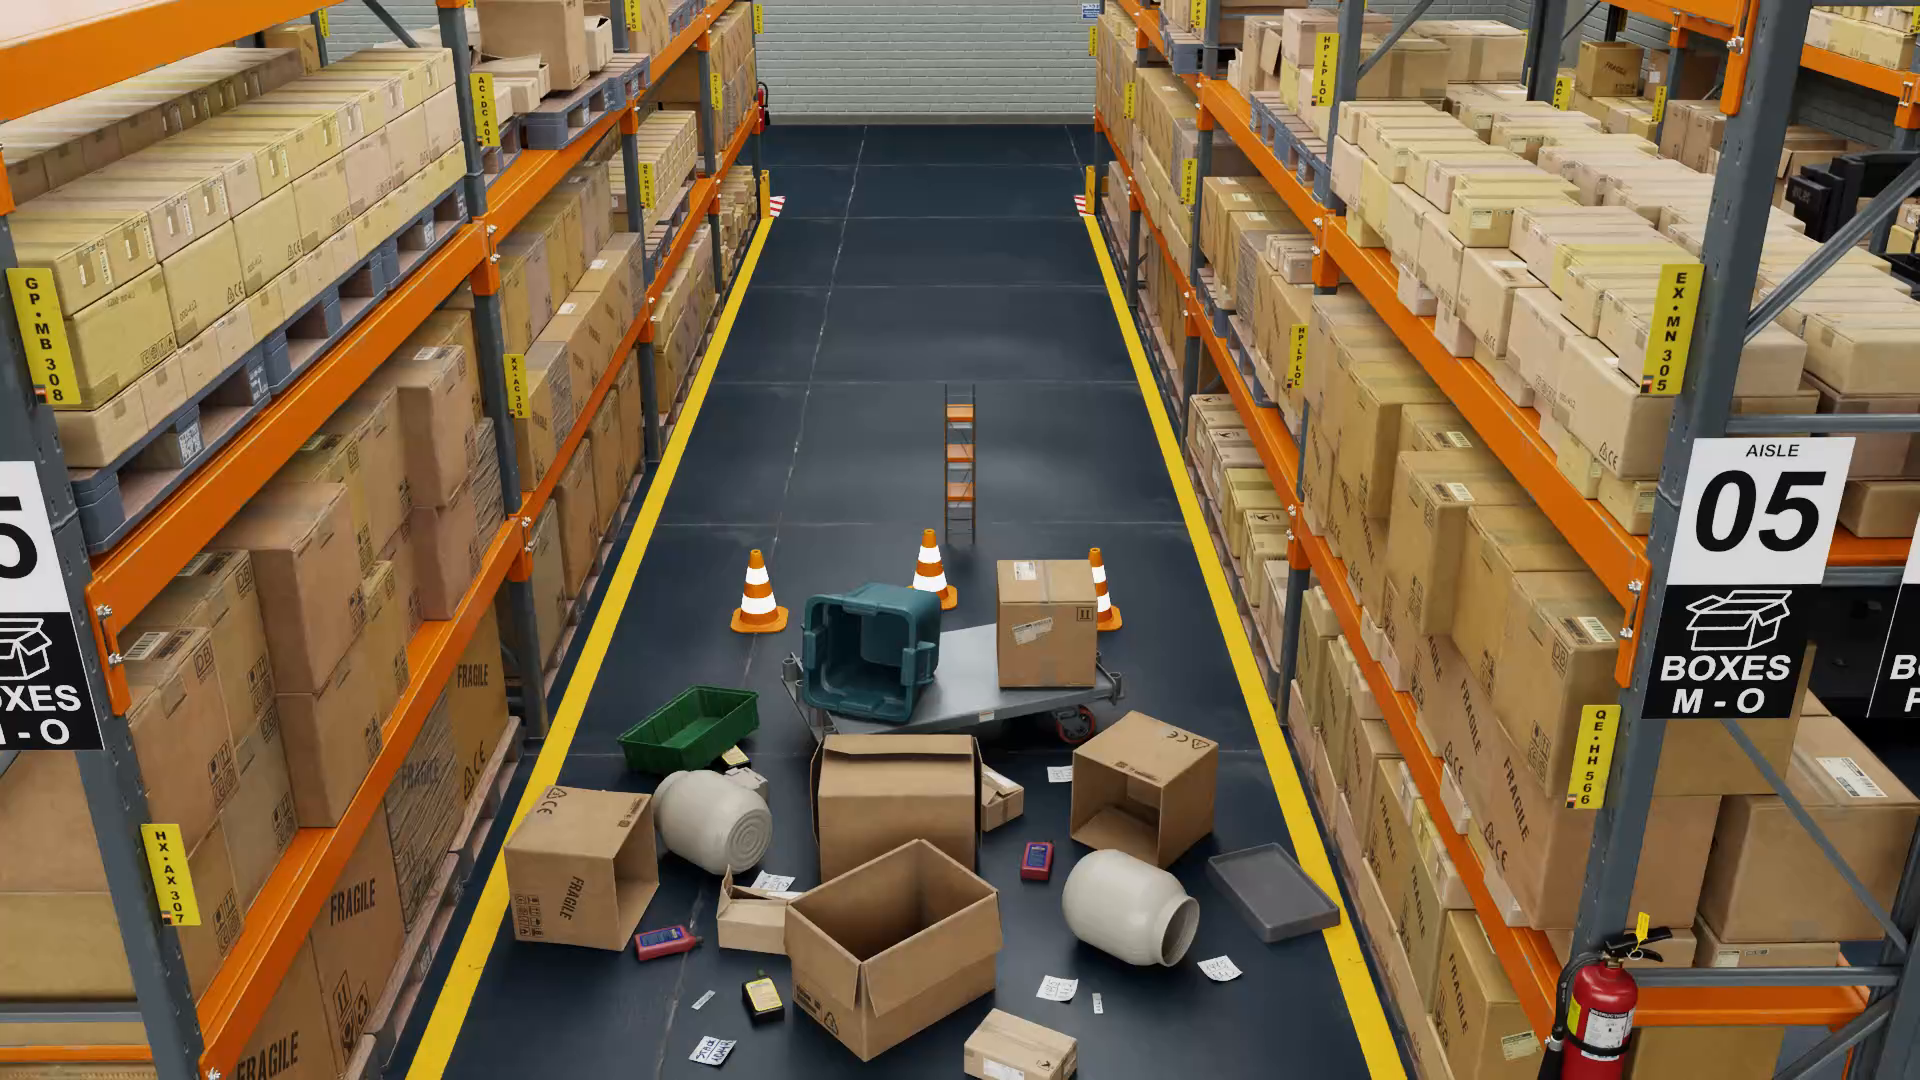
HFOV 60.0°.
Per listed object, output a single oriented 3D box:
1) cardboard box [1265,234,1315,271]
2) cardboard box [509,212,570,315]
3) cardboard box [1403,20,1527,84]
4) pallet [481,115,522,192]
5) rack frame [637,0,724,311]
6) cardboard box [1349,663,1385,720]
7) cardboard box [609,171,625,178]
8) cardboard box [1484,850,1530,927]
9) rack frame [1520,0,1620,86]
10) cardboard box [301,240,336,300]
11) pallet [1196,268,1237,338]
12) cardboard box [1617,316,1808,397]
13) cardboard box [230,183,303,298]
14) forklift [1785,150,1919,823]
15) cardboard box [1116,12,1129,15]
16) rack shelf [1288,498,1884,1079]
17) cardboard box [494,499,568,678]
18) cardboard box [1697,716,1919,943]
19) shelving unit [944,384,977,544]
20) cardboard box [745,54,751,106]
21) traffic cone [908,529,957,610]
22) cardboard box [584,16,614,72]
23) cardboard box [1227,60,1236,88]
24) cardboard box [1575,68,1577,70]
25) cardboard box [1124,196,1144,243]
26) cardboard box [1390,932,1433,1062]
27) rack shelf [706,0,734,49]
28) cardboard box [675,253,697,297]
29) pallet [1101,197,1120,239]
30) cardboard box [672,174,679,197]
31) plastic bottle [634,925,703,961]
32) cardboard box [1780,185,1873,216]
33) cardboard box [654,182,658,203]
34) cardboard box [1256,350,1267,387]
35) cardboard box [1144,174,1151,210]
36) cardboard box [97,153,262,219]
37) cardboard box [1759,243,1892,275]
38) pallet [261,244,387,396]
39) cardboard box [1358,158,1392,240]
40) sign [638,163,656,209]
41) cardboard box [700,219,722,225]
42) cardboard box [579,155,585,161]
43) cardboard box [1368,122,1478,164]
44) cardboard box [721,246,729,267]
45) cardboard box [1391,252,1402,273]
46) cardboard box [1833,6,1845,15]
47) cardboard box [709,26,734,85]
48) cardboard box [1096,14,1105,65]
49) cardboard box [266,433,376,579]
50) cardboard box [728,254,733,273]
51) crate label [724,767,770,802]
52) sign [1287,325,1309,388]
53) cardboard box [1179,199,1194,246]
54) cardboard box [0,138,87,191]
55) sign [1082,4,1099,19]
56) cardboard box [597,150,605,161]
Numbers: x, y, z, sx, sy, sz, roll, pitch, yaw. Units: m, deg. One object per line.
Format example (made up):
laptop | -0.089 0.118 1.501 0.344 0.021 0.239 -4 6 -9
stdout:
cardboard box | 1.952 -1.634 9.444 0.380 0.149 0.250 -1 24 -3
cardboard box | -2.747 -1.650 9.924 0.700 0.500 0.500 0 24 -1
cardboard box | 2.609 -2.545 8.664 0.500 0.250 0.500 -1 24 -2
pallet | -2.778 -1.973 8.565 0.805 0.209 1.217 -1 24 -3
rack frame | -2.806 -3.613 15.598 1.000 3.000 0.127 0 24 -1
cardboard box | 1.921 0.663 7.274 0.380 0.149 0.250 1 24 2
cardboard box | -2.577 -2.715 12.687 0.380 0.149 0.250 0 24 -1
cardboard box | 1.942 1.126 5.426 0.380 0.149 0.250 -1 24 -1
rack frame | 7.062 -5.349 19.436 1.000 3.000 0.127 0 24 -1
cardboard box | -2.375 -0.925 5.688 0.380 0.149 0.250 0 24 0
pallet | 2.301 -1.648 11.486 1.213 0.211 1.003 0 24 -1
cardboard box | 1.975 -0.485 4.380 0.380 0.149 0.250 0 24 0
cardboard box | -2.437 -0.956 5.273 0.500 0.250 0.500 0 24 -1
forklift | 4.813 -0.402 8.582 1.130 2.935 3.031 -1 24 -1
cardboard box | 1.865 -5.542 17.742 0.380 0.149 0.250 0 24 0
rack shelf | 2.252 0.772 6.776 1.077 0.370 4.000 0 24 -1
cardboard box | -2.815 0.262 9.251 1.050 0.750 0.750 0 24 -1
cardboard box | 2.546 0.891 5.158 0.500 0.500 0.500 -1 24 -1
shelving unit | -0.001 -0.500 11.082 0.215 1.050 0.252 0 24 -1
cardboard box | -2.587 -5.046 18.284 0.500 0.500 0.500 -1 24 -1
traffic cone | -0.187 0.156 10.343 0.336 0.463 0.334 0 24 -1
cardboard box | -2.451 -3.098 10.297 0.500 0.311 0.500 0 24 -1
cardboard box | 2.020 -3.150 11.240 0.380 0.149 0.250 0 24 -1
cardboard box | 7.333 -5.227 18.989 0.500 0.250 0.500 0 24 1
cardboard box | 2.233 -3.329 17.569 0.875 0.438 0.875 -1 24 -2
cardboard box | 1.998 1.784 6.492 0.500 0.250 0.500 0 24 0
rack shelf | -2.828 -5.476 16.950 1.077 0.370 4.000 0 24 -1
cardboard box | -2.533 -2.271 14.246 0.500 0.250 0.500 -1 24 -3
pallet | 2.186 -3.725 19.230 1.003 0.211 1.213 0 24 -1
cardboard box | -2.586 -2.990 14.016 0.380 0.149 0.250 1 24 2
plastic bottle | -1.276 1.758 7.288 0.283 0.061 0.133 -9 26 -19
cardboard box | 6.815 -2.608 13.050 0.500 0.250 0.500 -1 24 -3
cardboard box | -2.581 -2.703 13.020 0.380 0.149 0.250 0 24 0
cardboard box | 1.918 -0.987 9.589 0.380 0.149 0.250 0 24 0
cardboard box | 1.880 -3.001 14.428 0.500 0.250 0.500 0 24 -1
cardboard box | -2.371 -1.078 5.060 0.380 0.149 0.250 -1 24 -1
cardboard box | 2.586 -0.806 5.088 0.380 0.149 0.250 0 24 -1
pallet | -2.710 -0.804 5.855 1.003 0.211 1.213 0 24 -1
cardboard box | 1.976 -1.419 6.928 0.500 0.250 0.500 0 24 -1
sign | -2.207 -2.496 11.723 0.100 0.325 0.005 0 24 -1
cardboard box | -2.598 -3.137 16.773 0.380 0.149 0.250 -1 24 -1
cardboard box | -3.238 -3.045 13.416 0.380 0.149 0.250 1 24 2
cardboard box | 1.933 -1.648 6.952 0.380 0.149 0.250 -1 24 -2
cardboard box | -2.490 -2.791 16.371 0.380 0.149 0.250 1 24 2
cardboard box | 2.011 -1.190 6.905 0.380 0.149 0.250 0 24 1
cardboard box | 6.945 -4.098 12.728 0.380 0.149 0.250 0 24 0
cardboard box | -2.563 -4.858 16.655 0.500 0.500 0.500 0 24 0
cardboard box | 1.819 -5.627 18.716 0.500 0.500 0.500 -1 24 -2
cardboard box | -2.745 -0.057 6.243 0.875 0.550 0.500 0 24 -1
cardboard box | -2.491 -2.766 16.676 0.380 0.149 0.250 0 24 1
crate label | -1.109 1.257 8.306 0.298 0.136 0.250 -19 31 -36
sign | 1.675 -0.904 8.203 0.100 0.325 0.005 0 24 -1
cardboard box | 1.927 -2.386 12.461 0.500 0.250 0.500 0 24 -1
cardboard box | -3.031 -1.182 5.289 0.380 0.149 0.250 -1 24 -1
sign | 1.965 -7.796 24.520 0.327 0.218 0.001 0 24 -1
cardboard box | -3.245 -3.229 14.184 0.380 0.149 0.250 1 24 2
